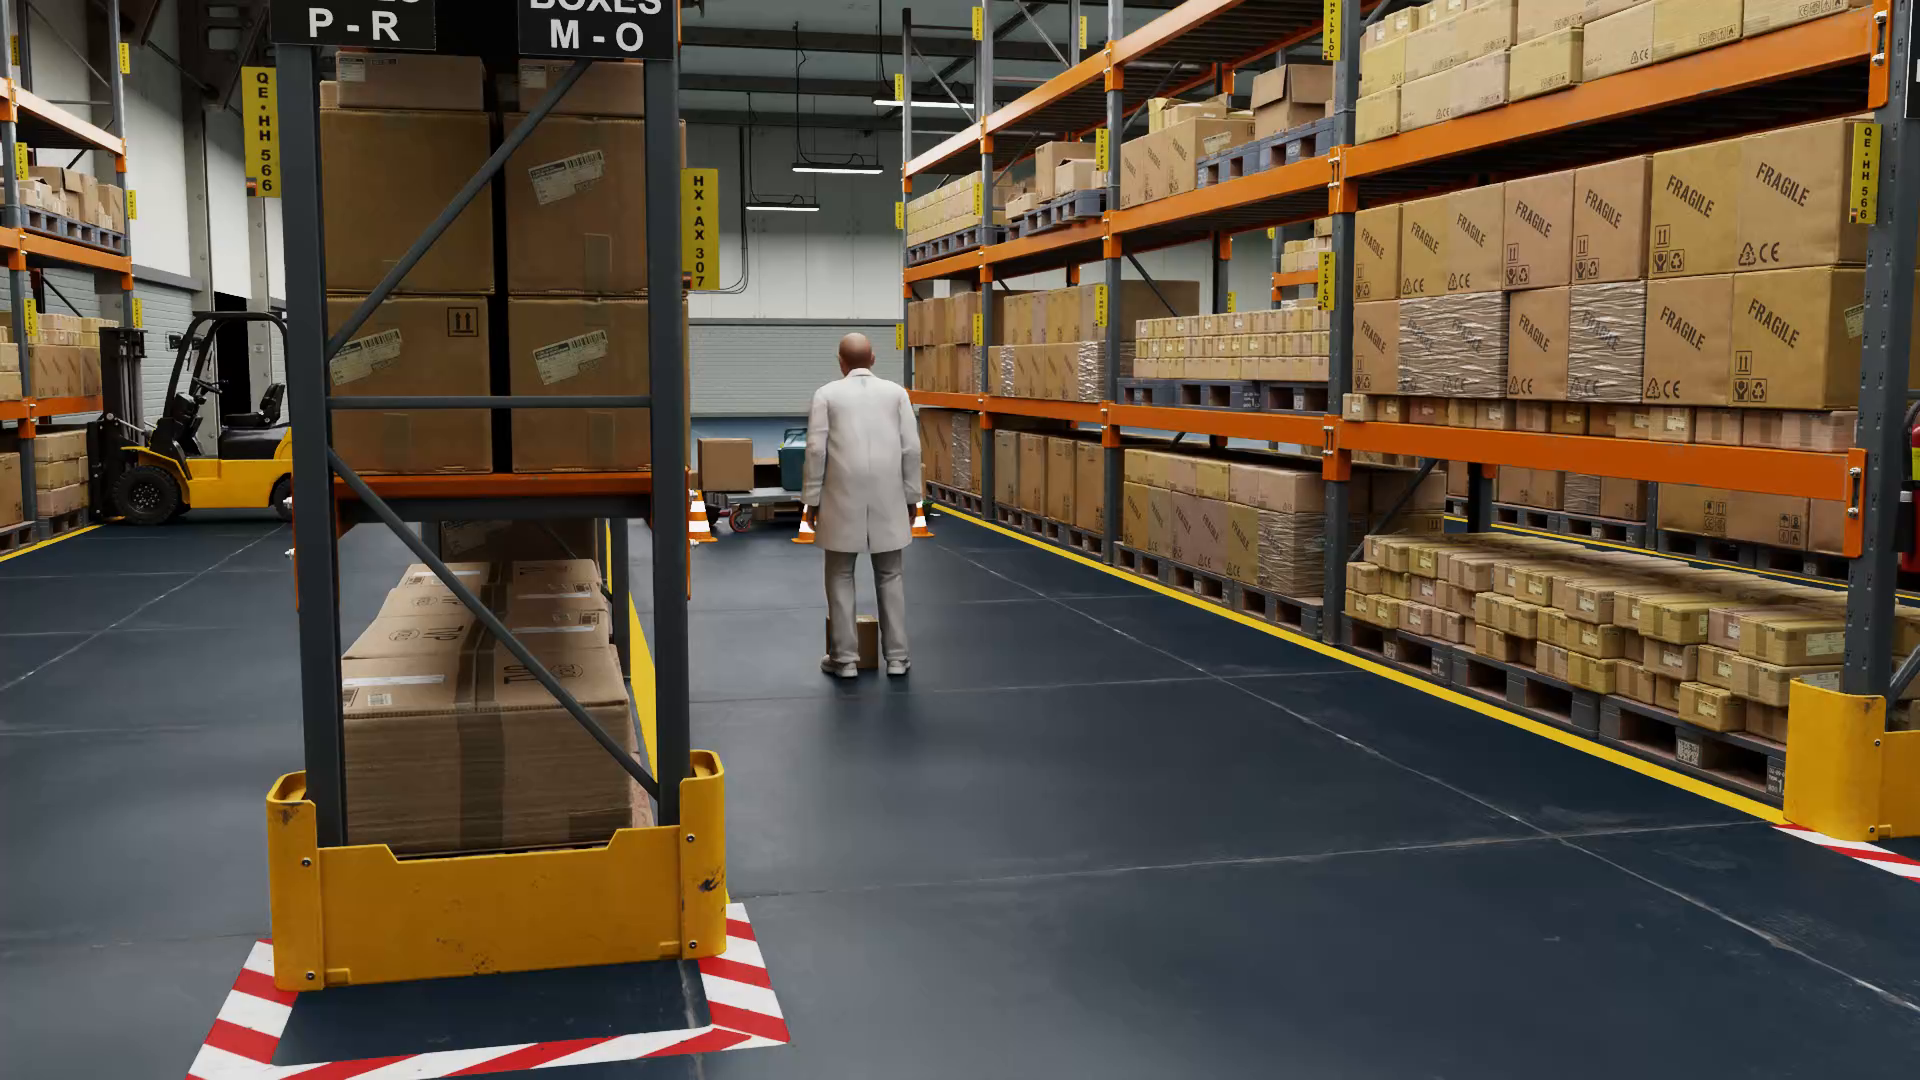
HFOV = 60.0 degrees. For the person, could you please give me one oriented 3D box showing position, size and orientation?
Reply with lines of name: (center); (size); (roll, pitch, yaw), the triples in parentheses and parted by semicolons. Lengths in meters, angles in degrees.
person: (-0.508, -0.185, 8.647); (0.641, 1.773, 0.427); (-1, 6, -14)
